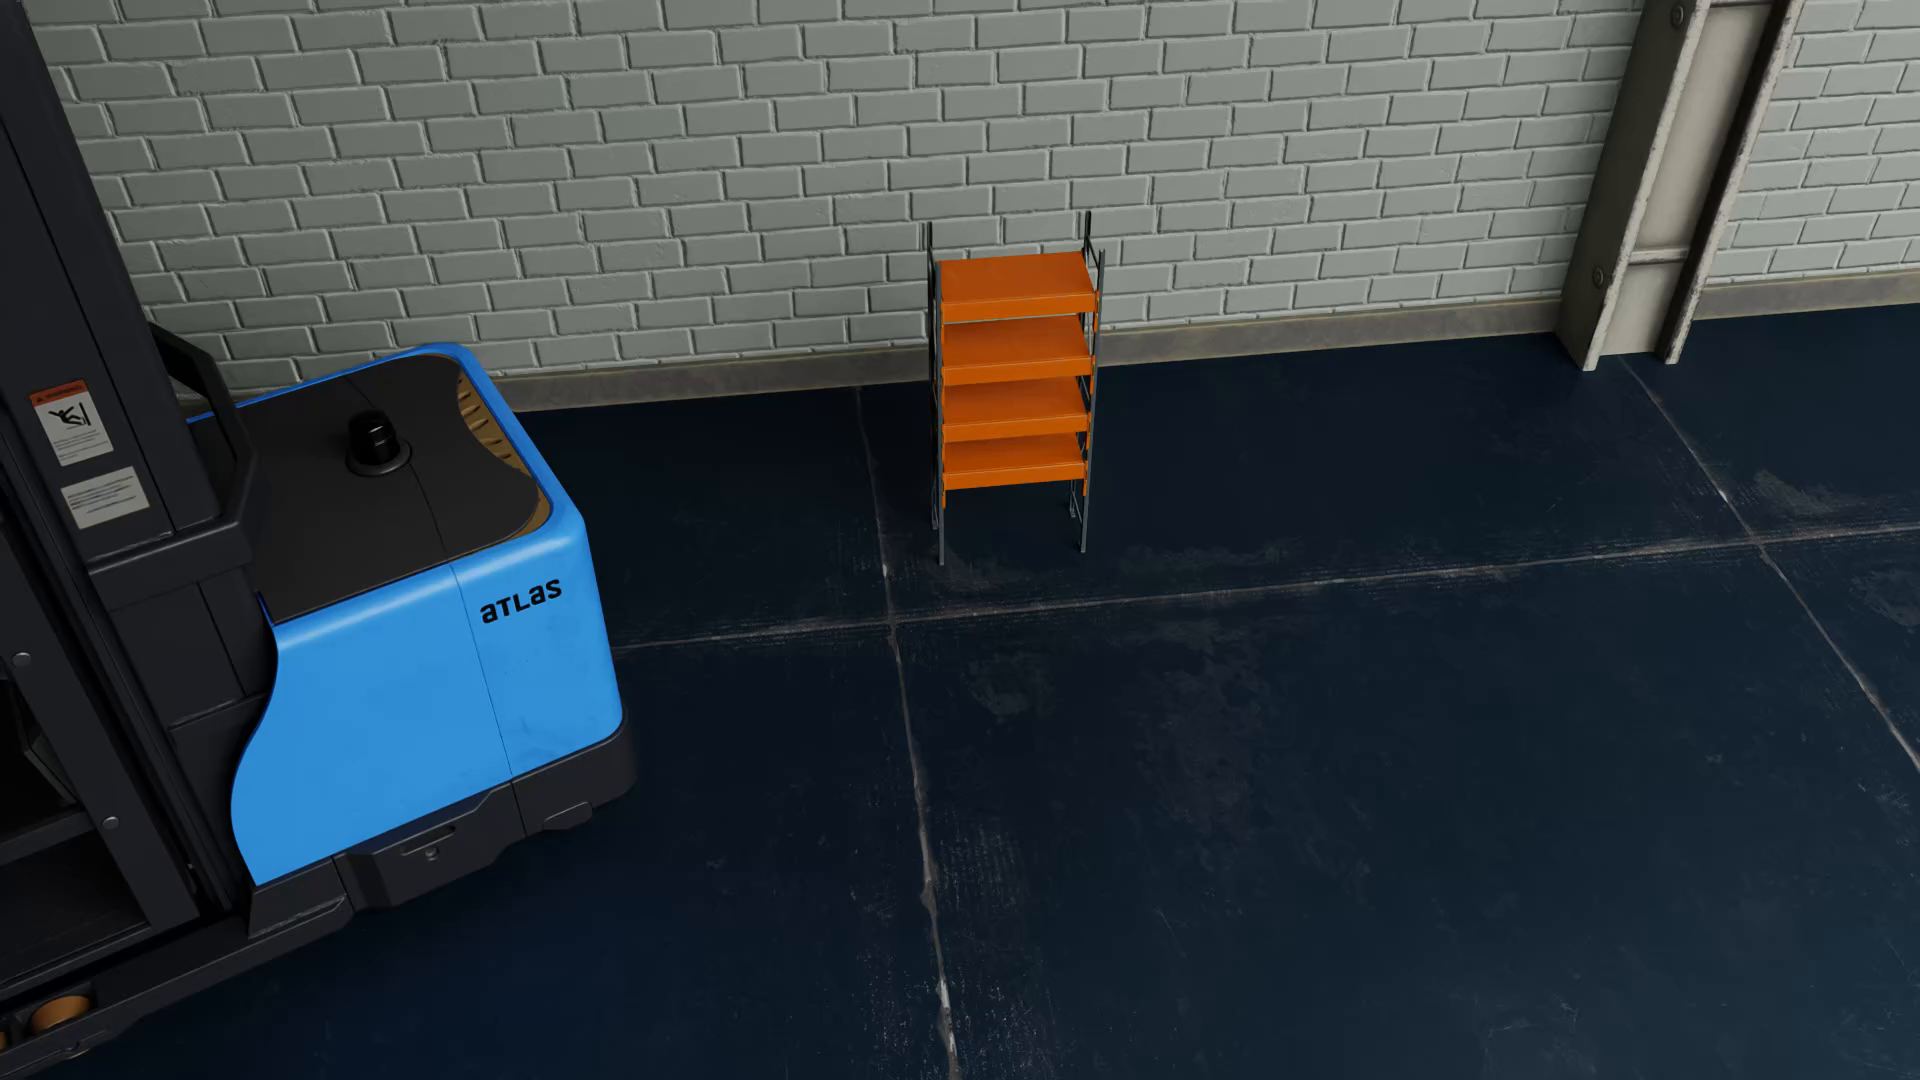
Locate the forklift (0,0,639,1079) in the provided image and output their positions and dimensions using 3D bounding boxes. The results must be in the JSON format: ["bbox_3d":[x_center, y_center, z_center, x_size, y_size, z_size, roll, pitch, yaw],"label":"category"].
[{"bbox_3d":[-2.470,-0.096,3.668,3.031,2.935,1.130,-22,47,-23],"label":"forklift"}]

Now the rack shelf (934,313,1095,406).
[{"bbox_3d":[0.164,-0.576,5.259,0.480,0.148,0.258,-5,42,-6],"label":"rack shelf"}]

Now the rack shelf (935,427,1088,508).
[{"bbox_3d":[0.164,-0.262,5.542,0.480,0.148,0.258,-5,42,-6],"label":"rack shelf"}]

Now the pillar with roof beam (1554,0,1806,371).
[{"bbox_3d":[3.158,-1.260,0.429,0.400,9.000,9.100,-5,42,-6],"label":"pillar with roof beam"}]

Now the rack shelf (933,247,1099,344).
[{"bbox_3d":[0.164,-0.752,5.101,0.480,0.148,0.258,-5,42,-6],"label":"rack shelf"}]

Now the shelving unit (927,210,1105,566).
[{"bbox_3d":[0.164,-0.460,5.364,0.503,1.200,0.258,-5,42,-6],"label":"shelving unit"}]

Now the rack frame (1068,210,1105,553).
[{"bbox_3d":[0.406,-0.481,5.388,0.015,1.200,0.240,-5,42,-6],"label":"rack frame"}]

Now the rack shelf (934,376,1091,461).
[{"bbox_3d":[0.164,-0.410,5.409,0.480,0.148,0.258,-5,42,-6],"label":"rack shelf"}]

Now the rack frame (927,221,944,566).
[{"bbox_3d":[-0.078,-0.439,5.341,0.015,1.200,0.240,-5,42,-6],"label":"rack frame"}]
